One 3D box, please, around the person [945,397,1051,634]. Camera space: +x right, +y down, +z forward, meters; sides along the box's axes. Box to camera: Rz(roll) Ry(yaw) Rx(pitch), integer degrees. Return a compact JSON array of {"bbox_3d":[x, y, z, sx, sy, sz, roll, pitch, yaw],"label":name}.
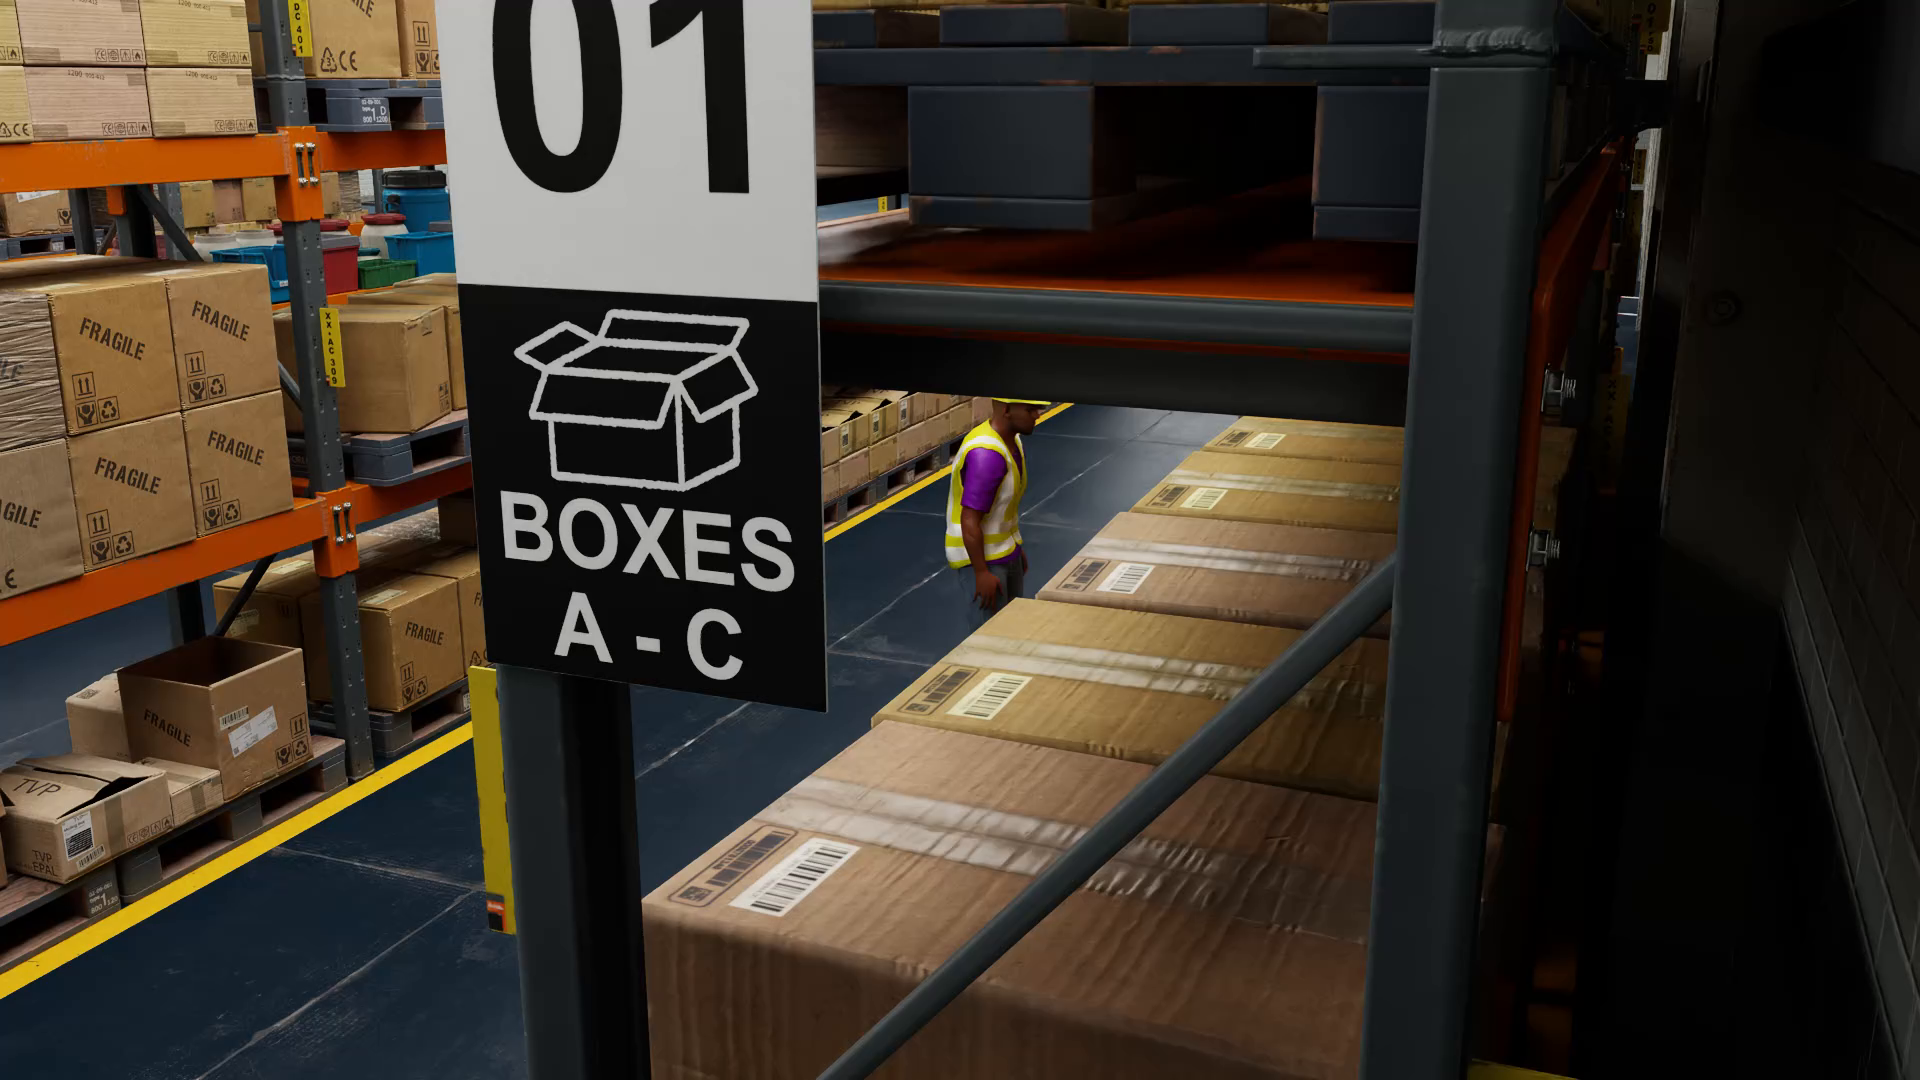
[{"bbox_3d":[0.176,0.090,7.662,0.459,1.760,0.634,5,16,18],"label":"person"}]
